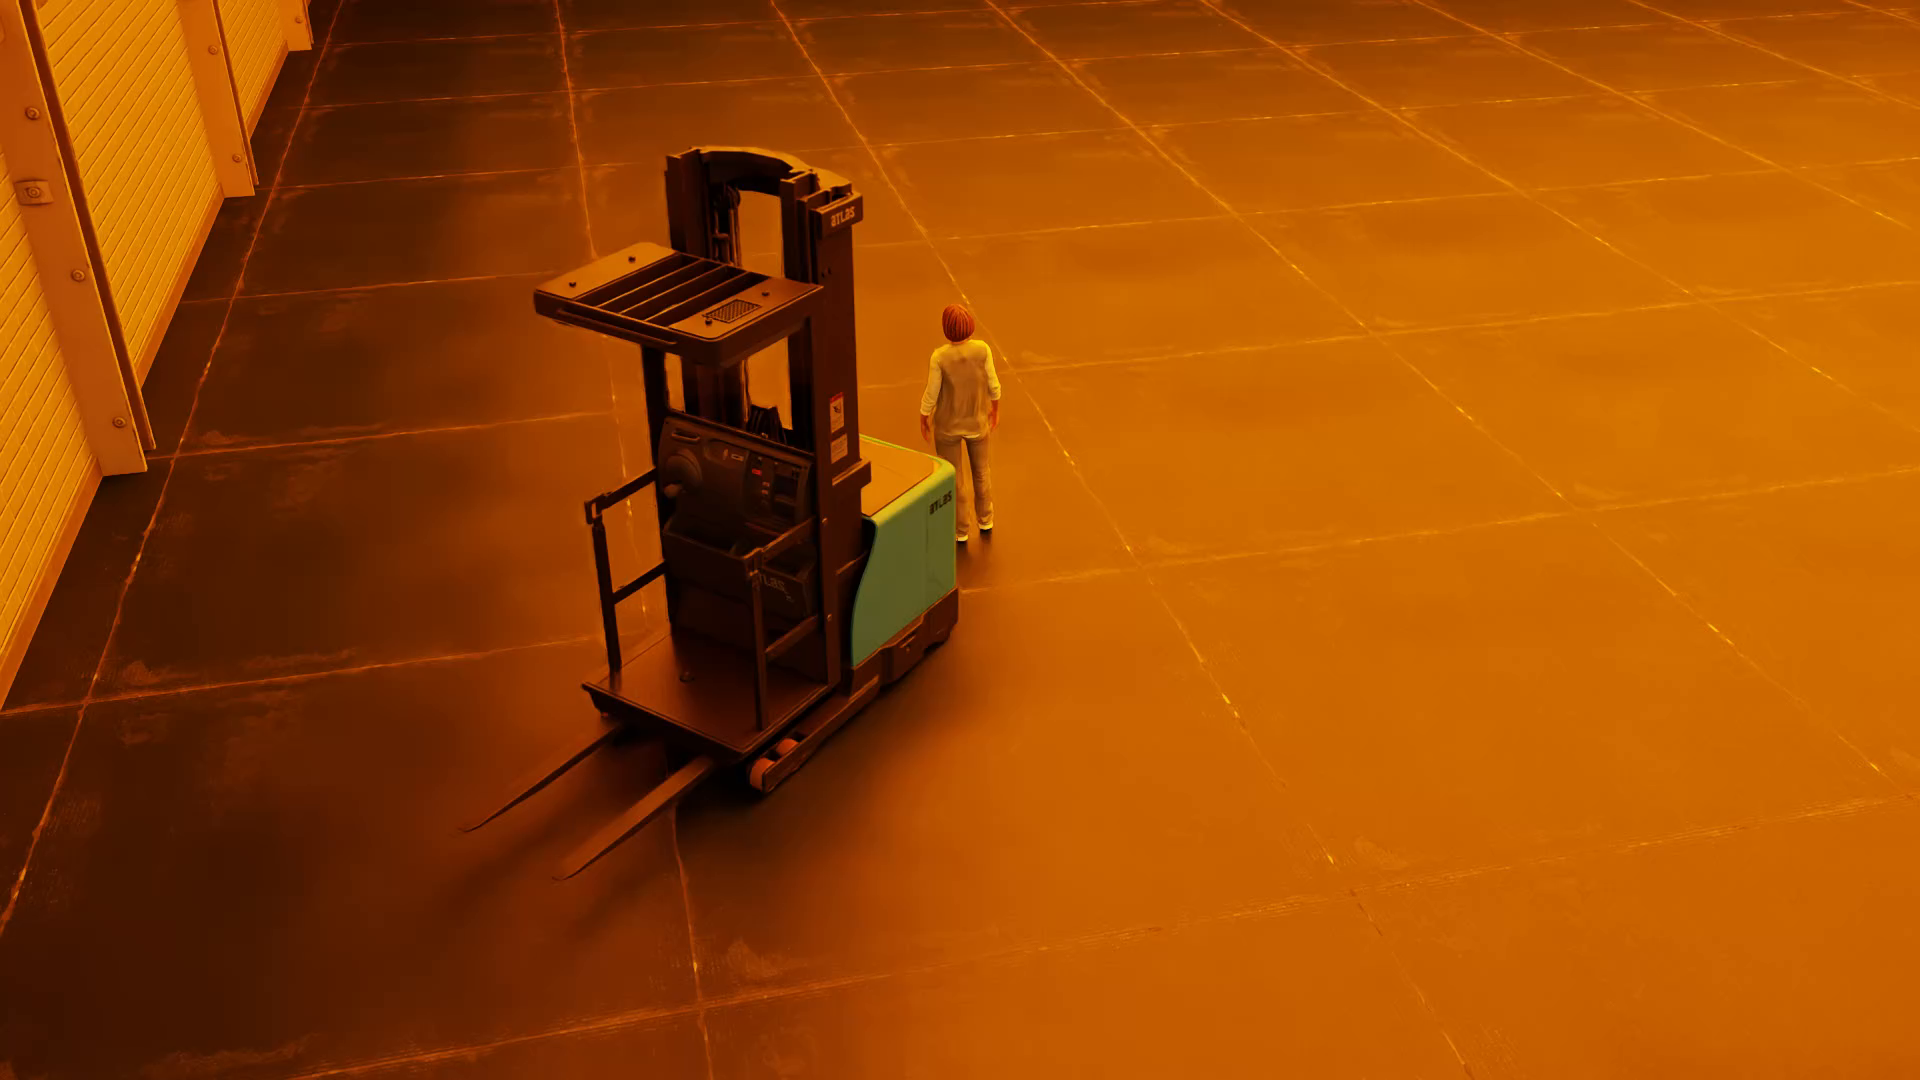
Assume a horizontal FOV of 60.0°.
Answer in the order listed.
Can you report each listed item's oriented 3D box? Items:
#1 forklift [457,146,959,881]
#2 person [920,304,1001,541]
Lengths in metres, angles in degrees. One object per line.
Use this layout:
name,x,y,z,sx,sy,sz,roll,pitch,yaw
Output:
forklift,-1.235,-0.279,8.057,1.130,2.935,3.031,18,35,28
person,-0.003,-0.735,10.161,0.519,1.598,0.474,-7,31,-12
